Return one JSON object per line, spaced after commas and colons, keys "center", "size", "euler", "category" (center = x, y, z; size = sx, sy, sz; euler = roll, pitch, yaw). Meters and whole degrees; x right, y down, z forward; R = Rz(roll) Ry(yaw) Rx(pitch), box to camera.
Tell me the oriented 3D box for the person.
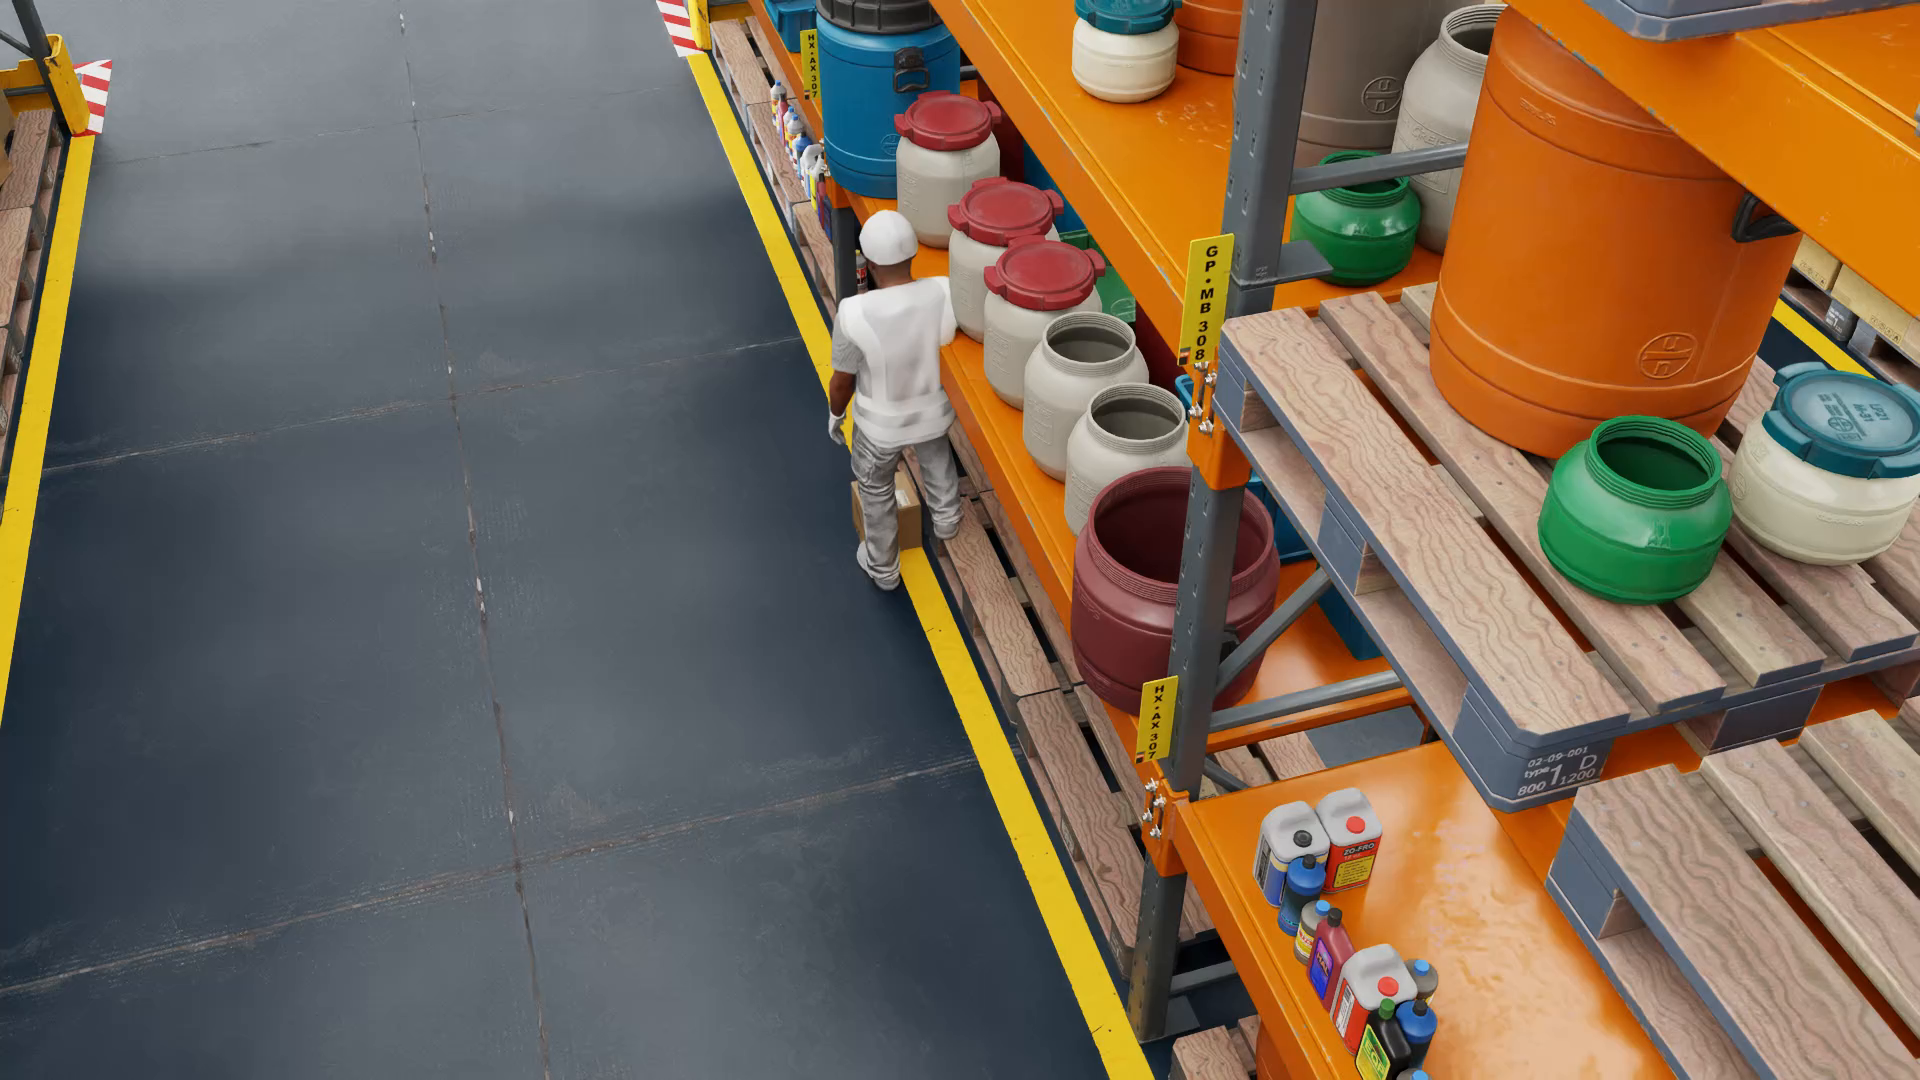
{"center": [-0.252, -0.561, 6.772], "size": [0.606, 1.782, 0.524], "euler": [-13, 43, -14], "category": "person"}
